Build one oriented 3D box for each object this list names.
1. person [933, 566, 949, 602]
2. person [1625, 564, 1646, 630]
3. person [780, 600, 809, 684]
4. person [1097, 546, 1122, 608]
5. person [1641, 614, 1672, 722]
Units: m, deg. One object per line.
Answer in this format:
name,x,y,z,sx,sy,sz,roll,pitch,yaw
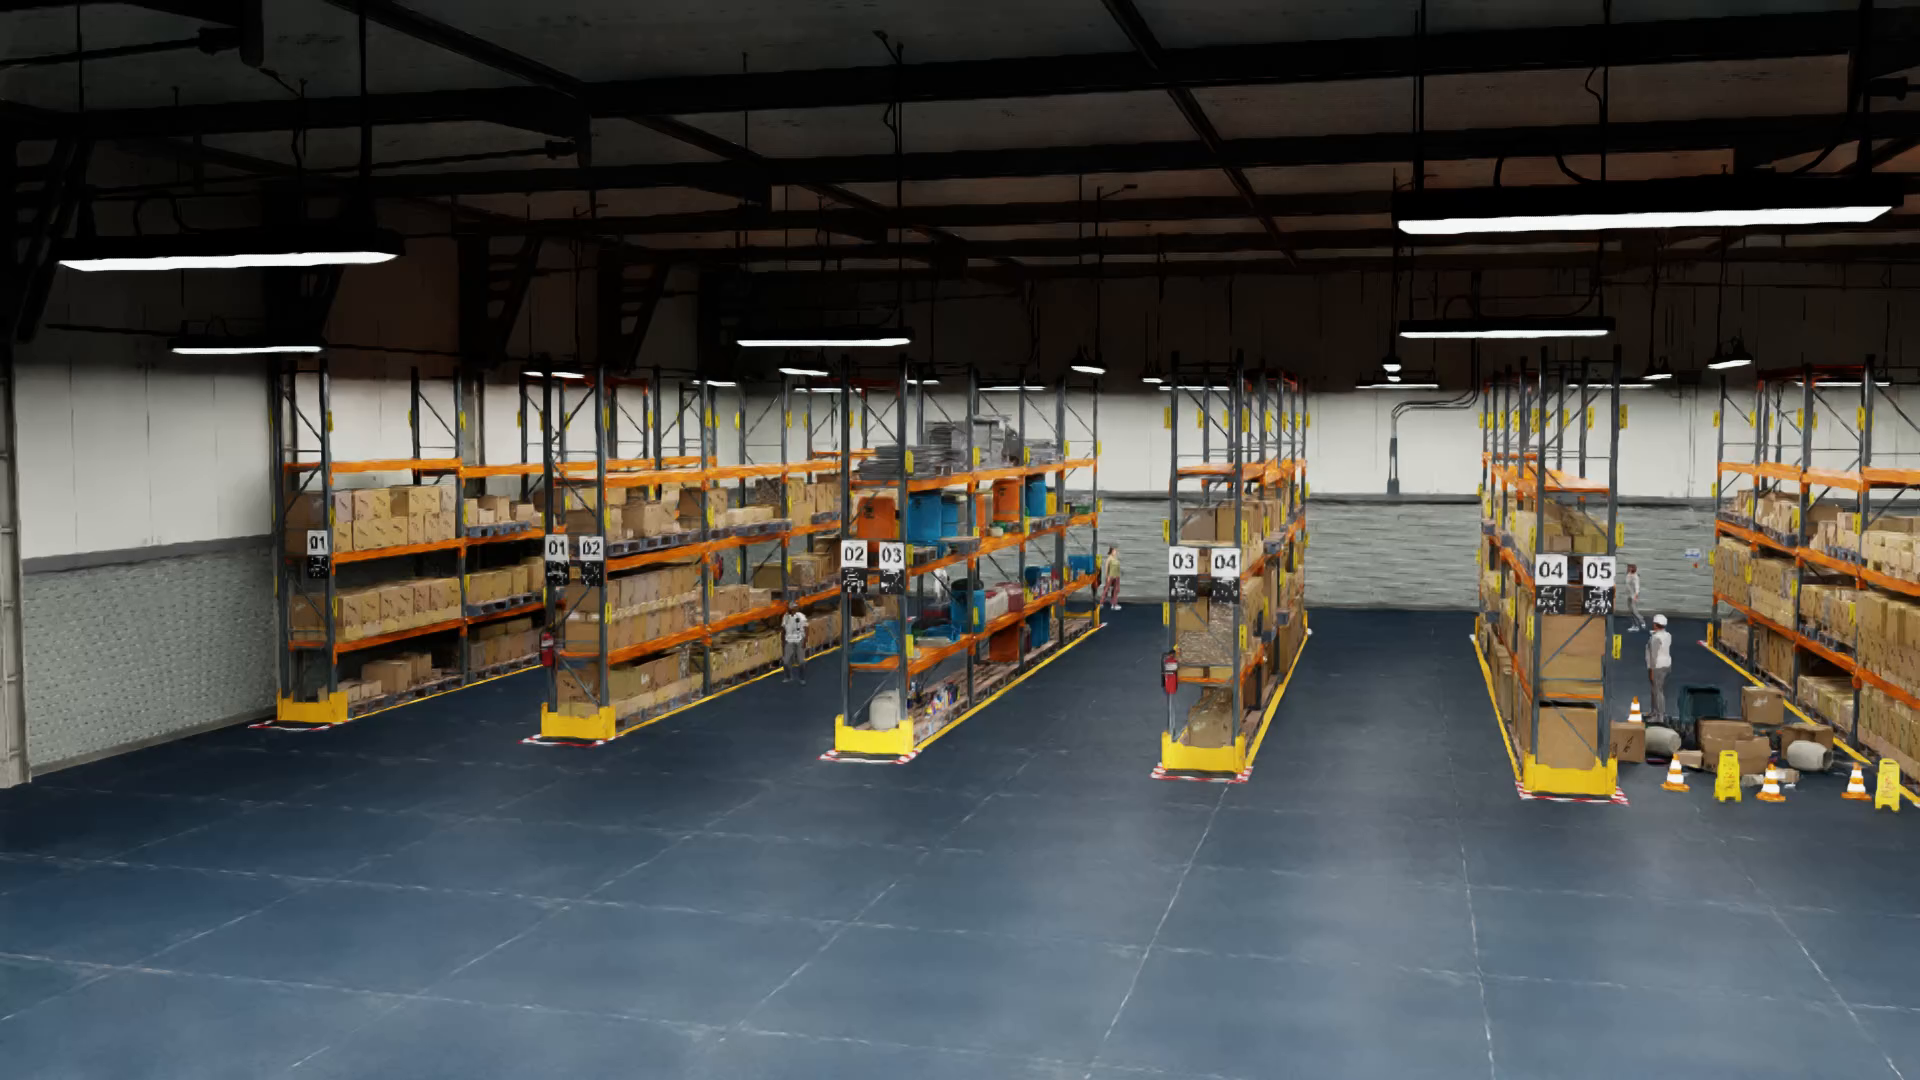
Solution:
person,-0.469,1.242,40.473,0.365,1.680,0.537,2,4,24
person,16.045,1.360,39.491,0.424,1.590,0.561,-1,4,-10
person,-3.137,1.928,31.553,0.592,1.629,0.526,1,4,13
person,3.944,0.986,44.366,0.631,1.667,0.451,-3,5,-33
person,11.560,2.117,27.649,0.578,1.775,0.494,-4,6,-45
